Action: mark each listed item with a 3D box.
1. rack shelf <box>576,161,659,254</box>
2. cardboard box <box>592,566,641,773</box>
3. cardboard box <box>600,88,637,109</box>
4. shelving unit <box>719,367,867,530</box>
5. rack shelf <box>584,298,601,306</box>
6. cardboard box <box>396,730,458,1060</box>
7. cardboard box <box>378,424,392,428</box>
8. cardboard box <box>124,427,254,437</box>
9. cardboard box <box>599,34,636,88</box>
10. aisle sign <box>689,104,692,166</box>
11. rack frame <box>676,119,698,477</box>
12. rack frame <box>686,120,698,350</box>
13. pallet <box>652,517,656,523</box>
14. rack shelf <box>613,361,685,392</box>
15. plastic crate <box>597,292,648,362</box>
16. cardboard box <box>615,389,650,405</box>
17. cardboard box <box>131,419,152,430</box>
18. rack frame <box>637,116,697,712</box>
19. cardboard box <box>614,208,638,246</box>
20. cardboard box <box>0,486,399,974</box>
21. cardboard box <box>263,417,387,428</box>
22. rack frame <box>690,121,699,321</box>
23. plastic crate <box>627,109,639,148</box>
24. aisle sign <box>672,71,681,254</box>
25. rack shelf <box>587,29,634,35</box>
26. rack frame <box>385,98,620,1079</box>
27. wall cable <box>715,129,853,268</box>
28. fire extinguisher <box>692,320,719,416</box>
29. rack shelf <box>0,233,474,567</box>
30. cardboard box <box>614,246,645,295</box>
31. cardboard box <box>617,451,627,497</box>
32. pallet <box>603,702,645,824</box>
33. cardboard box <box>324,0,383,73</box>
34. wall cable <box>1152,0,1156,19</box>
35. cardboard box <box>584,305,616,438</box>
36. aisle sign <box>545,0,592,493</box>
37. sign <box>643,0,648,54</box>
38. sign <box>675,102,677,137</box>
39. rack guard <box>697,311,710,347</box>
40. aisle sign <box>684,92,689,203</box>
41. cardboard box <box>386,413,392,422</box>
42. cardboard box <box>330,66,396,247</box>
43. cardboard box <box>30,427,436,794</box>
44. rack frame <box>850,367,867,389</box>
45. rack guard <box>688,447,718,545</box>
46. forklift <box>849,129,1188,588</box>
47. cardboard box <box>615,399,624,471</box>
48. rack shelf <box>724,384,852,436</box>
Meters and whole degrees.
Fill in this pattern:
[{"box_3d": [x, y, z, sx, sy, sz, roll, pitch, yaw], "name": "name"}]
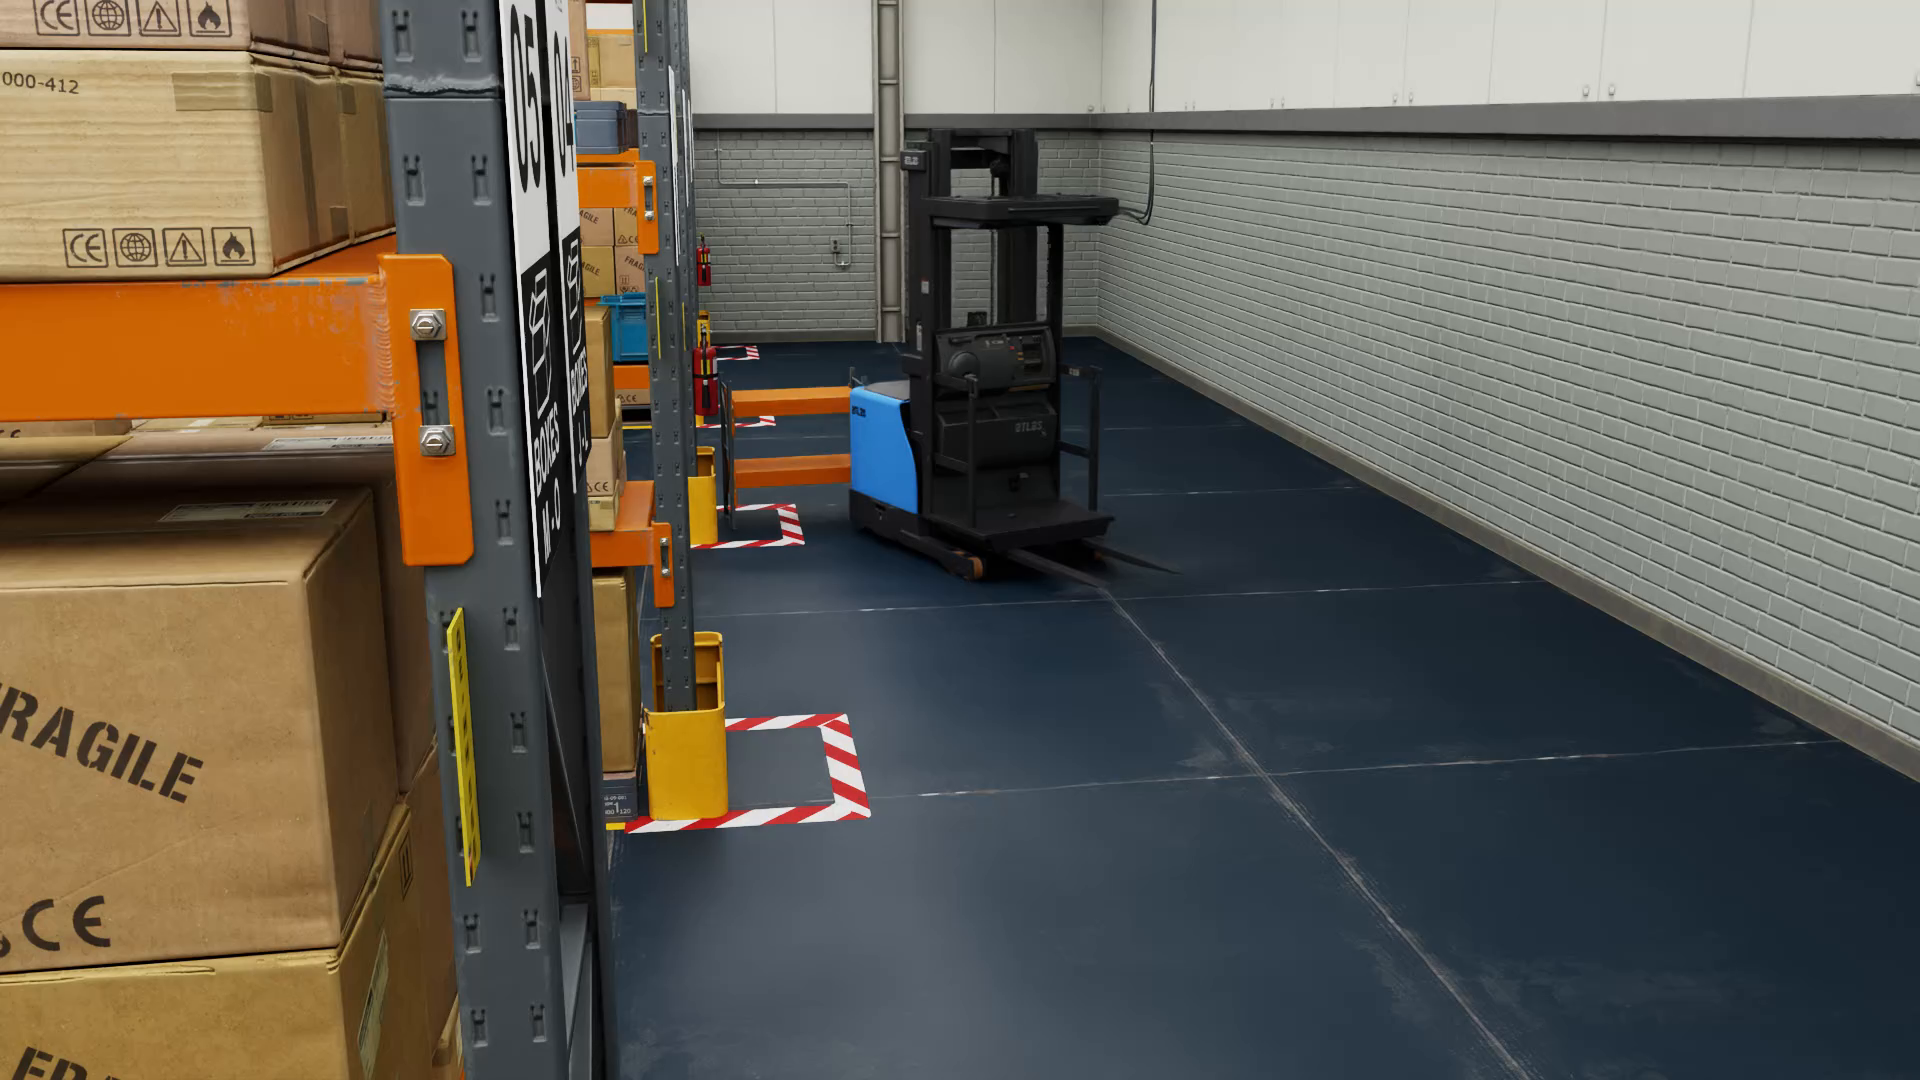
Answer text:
[{"box_3d": [-3.281, -1.398, 6.941, 4.000, 0.370, 1.077, -2, 14, -8], "name": "rack shelf"}, {"box_3d": [-1.925, 0.505, 7.546, 0.875, 0.875, 0.875, -2, 14, -8], "name": "cardboard box"}, {"box_3d": [-3.246, -4.292, 16.284, 0.500, 0.250, 0.500, -2, 14, -8], "name": "cardboard box"}, {"box_3d": [-1.273, -0.713, 12.751, 1.048, 1.125, 0.538, -4, 15, -14], "name": "shelving unit"}, {"box_3d": [-4.754, -2.326, 16.808, 4.000, 0.370, 1.077, -2, 14, -8], "name": "rack shelf"}, {"box_3d": [-1.150, 0.590, 2.888, 0.500, 0.500, 0.500, -1, 14, -6], "name": "cardboard box"}, {"box_3d": [-2.245, -0.336, 7.093, 0.500, 0.250, 0.500, -2, 14, -9], "name": "cardboard box"}, {"box_3d": [-3.263, -0.298, 6.940, 0.500, 0.250, 0.500, -2, 14, -8], "name": "cardboard box"}, {"box_3d": [-3.281, -4.713, 16.421, 0.500, 0.500, 0.700, -2, 14, -8], "name": "cardboard box"}, {"box_3d": [-2.752, -4.081, 16.985, 0.004, 0.787, 0.394, -2, 14, -8], "name": "aisle sign"}, {"box_3d": [-2.042, -1.556, 12.258, 0.127, 3.000, 1.000, -2, 14, -8], "name": "rack frame"}, {"box_3d": [-2.776, -2.747, 17.010, 0.127, 3.000, 1.000, -2, 14, -8], "name": "rack frame"}, {"box_3d": [-2.863, -0.183, 12.516, 1.213, 0.211, 1.003, -2, 14, -8], "name": "pallet"}, {"box_3d": [-4.019, -1.134, 12.057, 4.000, 0.370, 1.077, -2, 14, -8], "name": "rack shelf"}, {"box_3d": [-2.345, -1.545, 12.019, 0.499, 0.435, 0.616, -2, 14, -8], "name": "plastic crate"}, {"box_3d": [-3.277, -1.669, 16.946, 0.500, 0.500, 0.500, -2, 14, -8], "name": "cardboard box"}, {"box_3d": [-3.846, -0.408, 7.378, 0.500, 0.250, 0.500, -2, 14, -7], "name": "cardboard box"}, {"box_3d": [-1.304, -0.364, 7.508, 0.127, 3.000, 1.000, -2, 14, -8], "name": "rack frame"}, {"box_3d": [-3.175, -3.198, 16.548, 0.500, 0.500, 0.500, -2, 14, -9], "name": "cardboard box"}, {"box_3d": [-1.080, 0.231, 2.261, 0.500, 0.500, 0.500, -2, 14, -9], "name": "cardboard box"}, {"box_3d": [-2.829, -0.446, 7.529, 0.500, 0.250, 0.500, -3, 14, -10], "name": "cardboard box"}, {"box_3d": [-3.518, -3.939, 21.761, 0.127, 3.000, 1.000, -2, 14, -8], "name": "rack frame"}, {"box_3d": [-2.464, -3.000, 12.121, 0.590, 0.269, 0.497, -2, 14, -8], "name": "plastic crate"}, {"box_3d": [-1.277, -1.700, 7.490, 0.004, 0.787, 0.394, -2, 14, -8], "name": "aisle sign"}, {"box_3d": [-5.495, -6.233, 20.878, 4.000, 0.370, 1.077, -2, 14, -8], "name": "rack shelf"}, {"box_3d": [-0.665, 0.832, 2.736, 0.127, 3.000, 1.000, -2, 14, -8], "name": "rack frame"}, {"box_3d": [-2.392, -4.705, 22.729, 1.851, 1.984, 0.084, -2, 14, -8], "name": "wall cable"}, {"box_3d": [-1.825, -1.233, 11.899, 0.183, 0.674, 0.296, -2, 14, -8], "name": "fire extinguisher"}, {"box_3d": [-2.642, -0.201, 2.170, 4.000, 0.370, 1.077, -2, 14, -8], "name": "rack shelf"}, {"box_3d": [-3.178, -2.714, 16.672, 0.500, 0.500, 0.500, -2, 14, -7], "name": "cardboard box"}, {"box_3d": [-1.704, -0.309, 7.804, 0.250, 0.149, 0.380, -2, 14, -8], "name": "cardboard box"}, {"box_3d": [-2.083, 1.036, 7.656, 1.213, 0.211, 1.003, -2, 14, -8], "name": "pallet"}, {"box_3d": [-1.147, -0.838, 2.513, 0.500, 0.250, 0.500, -2, 14, -7], "name": "cardboard box"}, {"box_3d": [2.532, -7.260, 18.674, 0.112, 2.526, 3.097, -2, 14, -8], "name": "wall cable"}, {"box_3d": [-1.746, -0.719, 7.076, 0.500, 0.500, 0.500, -2, 14, -8], "name": "cardboard box"}, {"box_3d": [-0.637, -0.503, 2.718, 0.004, 0.787, 0.394, -2, 14, -8], "name": "aisle sign"}, {"box_3d": [-1.237, -2.079, 6.522, 0.005, 0.325, 0.100, -2, 14, -8], "name": "sign"}, {"box_3d": [-1.944, -2.828, 11.381, 0.005, 0.325, 0.100, -2, 14, -8], "name": "sign"}, {"box_3d": [-3.494, -2.727, 22.068, 0.348, 0.500, 1.175, -2, 14, -8], "name": "rack guard"}, {"box_3d": [-2.015, -2.891, 12.237, 0.004, 0.787, 0.394, -2, 14, -8], "name": "aisle sign"}, {"box_3d": [-2.313, -0.829, 7.516, 0.500, 0.500, 0.500, -2, 14, -10], "name": "cardboard box"}, {"box_3d": [-1.147, -0.595, 2.570, 0.500, 0.250, 0.500, -2, 14, -6], "name": "cardboard box"}, {"box_3d": [-1.148, 0.107, 2.756, 0.500, 0.500, 0.500, -2, 14, -9], "name": "cardboard box"}, {"box_3d": [-0.782, -0.744, 12.877, 0.032, 1.125, 0.500, -4, 15, -14], "name": "rack frame"}, {"box_3d": [-2.020, -0.347, 12.578, 0.348, 0.500, 1.175, -2, 14, -8], "name": "rack guard"}, {"box_3d": [0.364, -1.273, 11.272, 1.130, 2.935, 3.031, -8, 16, -30], "name": "forklift"}, {"box_3d": [-1.819, -0.483, 7.679, 0.500, 0.250, 0.500, -2, 14, -10], "name": "cardboard box"}, {"box_3d": [-1.273, -0.996, 12.679, 1.000, 0.278, 0.538, -4, 15, -14], "name": "rack shelf"}]
